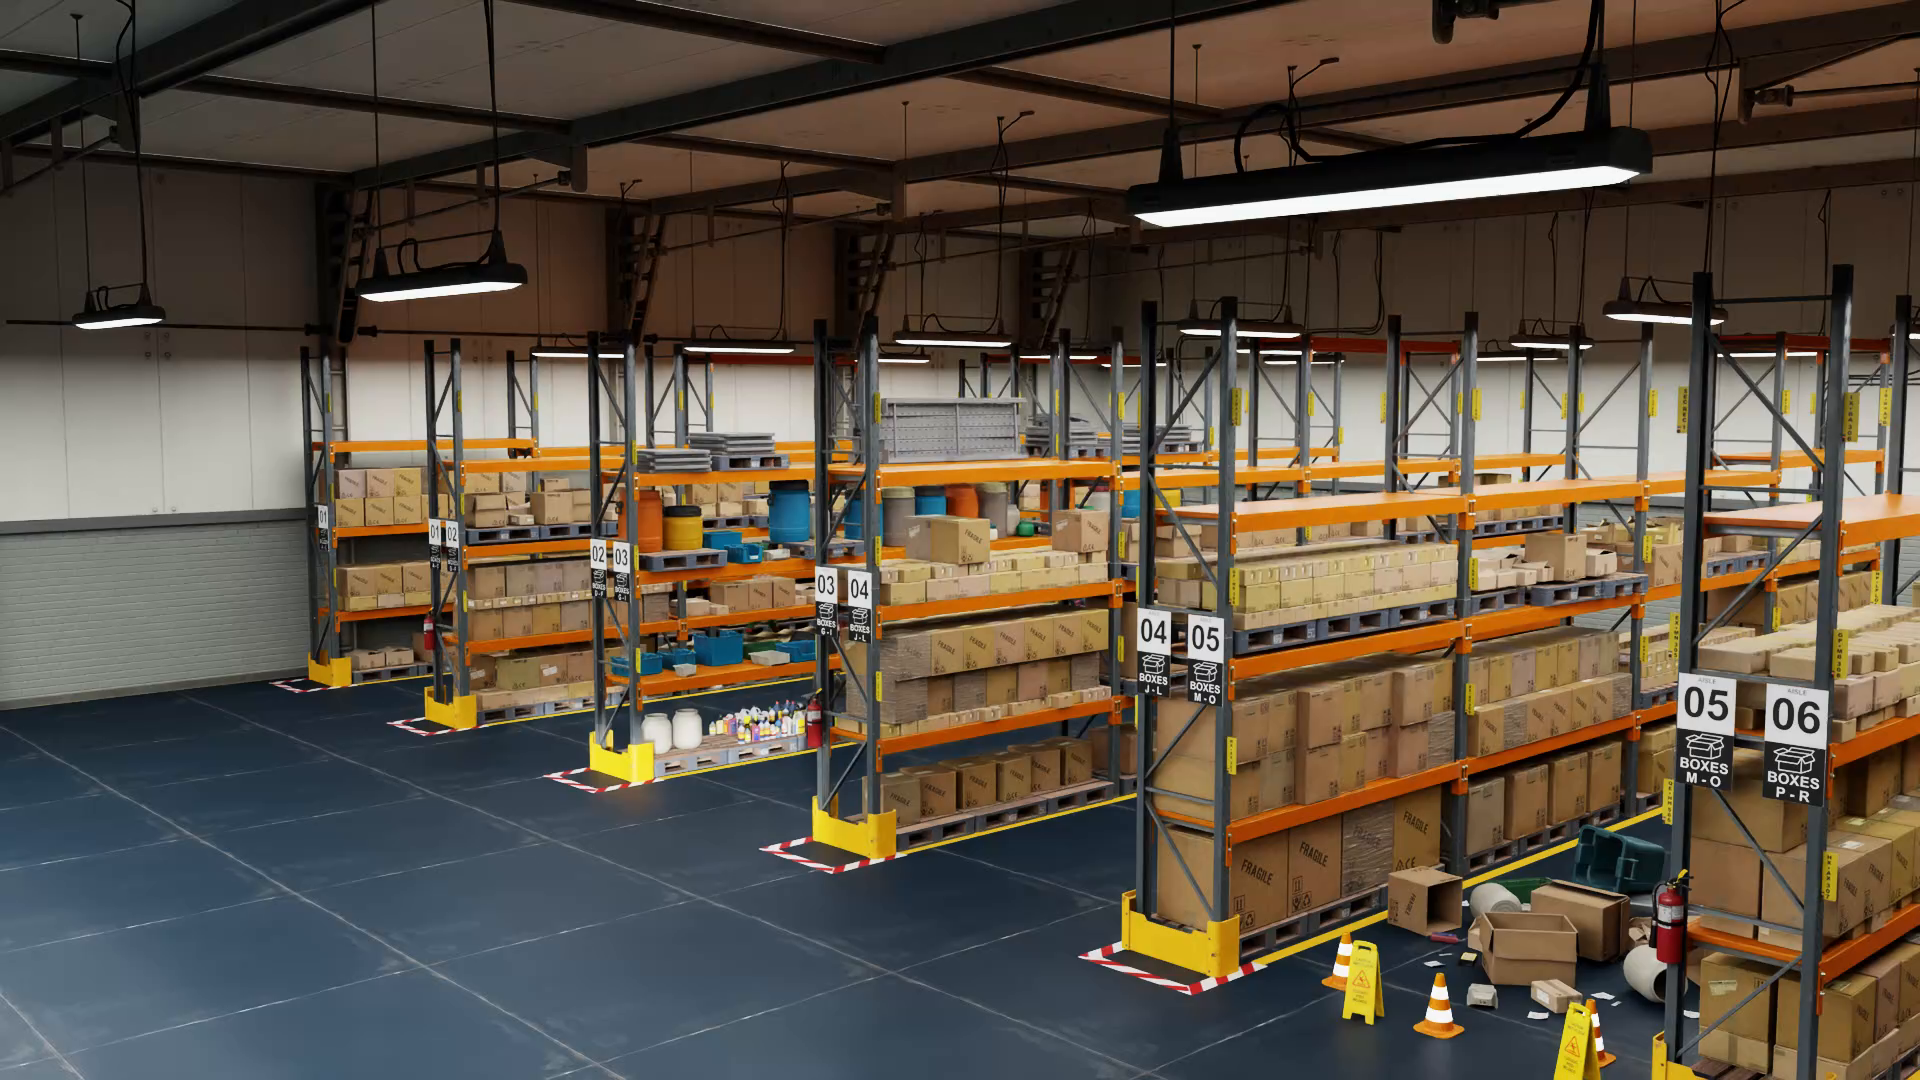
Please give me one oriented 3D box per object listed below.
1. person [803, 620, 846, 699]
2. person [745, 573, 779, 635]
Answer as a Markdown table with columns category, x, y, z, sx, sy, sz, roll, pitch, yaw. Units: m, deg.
| category | x | y | z | sx | sy | sz | roll | pitch | yaw |
| --- | --- | --- | --- | --- | --- | --- | --- | --- | --- |
| person | -2.089 | 1.809 | 26.613 | 0.958 | 1.555 | 0.528 | -4 | 7 | -41 |
| person | -4.130 | 1.280 | 34.019 | 0.676 | 1.738 | 1.025 | 4 | 6 | 38 |
